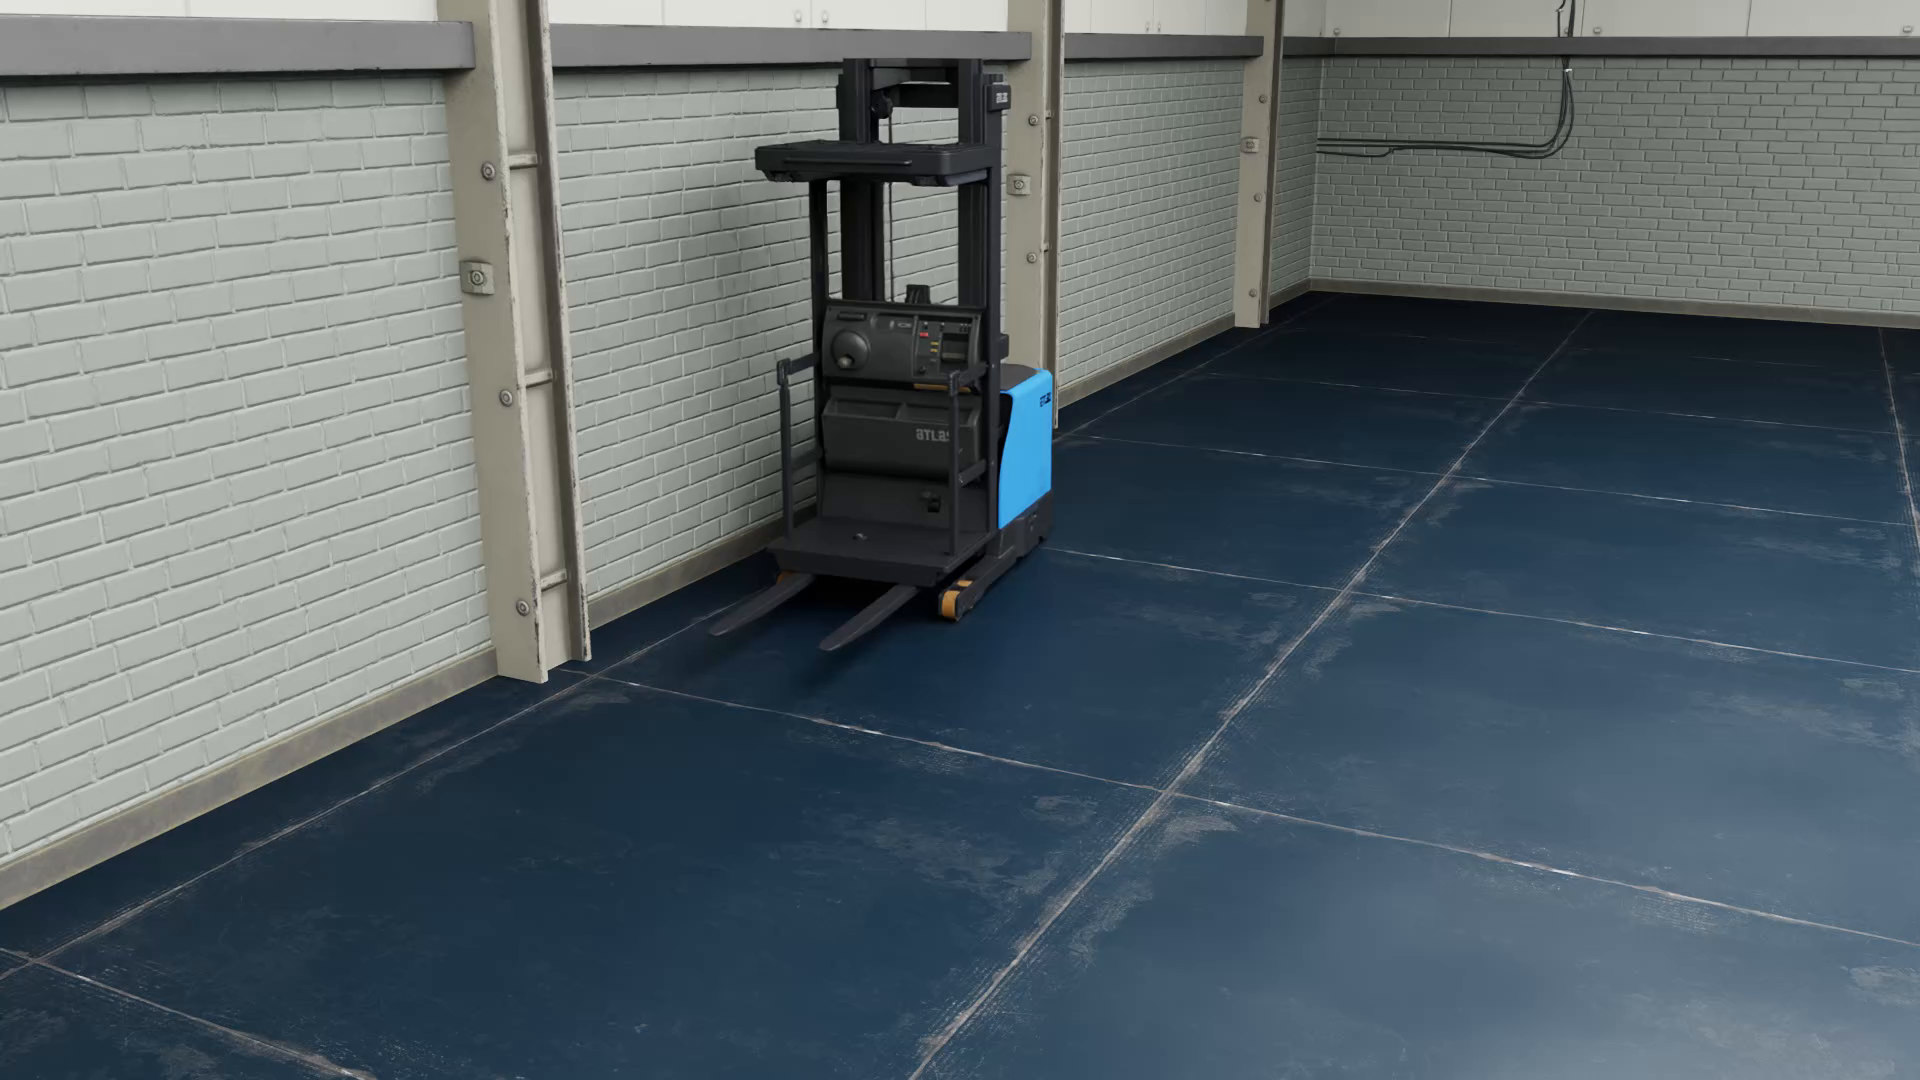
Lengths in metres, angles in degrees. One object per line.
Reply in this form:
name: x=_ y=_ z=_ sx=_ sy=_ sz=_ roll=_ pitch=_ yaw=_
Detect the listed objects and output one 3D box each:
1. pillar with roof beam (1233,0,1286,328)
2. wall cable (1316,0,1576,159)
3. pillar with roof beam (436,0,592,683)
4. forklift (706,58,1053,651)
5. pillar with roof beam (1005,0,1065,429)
pillar with roof beam: x=7.111 y=-6.189 z=15.555 sx=9.100 sy=9.000 sz=0.400 roll=8 pitch=18 yaw=25
wall cable: x=5.759 y=-5.830 z=19.801 sx=3.097 sy=2.526 sz=0.112 roll=8 pitch=18 yaw=25
pillar with roof beam: x=1.748 y=-3.132 z=5.264 sx=9.100 sy=9.000 sz=0.400 roll=8 pitch=18 yaw=25
forklift: x=-0.404 y=-1.099 z=9.078 sx=1.130 sy=2.935 sz=3.031 roll=6 pitch=18 yaw=20
pillar with roof beam: x=4.429 y=-4.660 z=10.410 sx=9.100 sy=9.000 sz=0.400 roll=8 pitch=18 yaw=25
